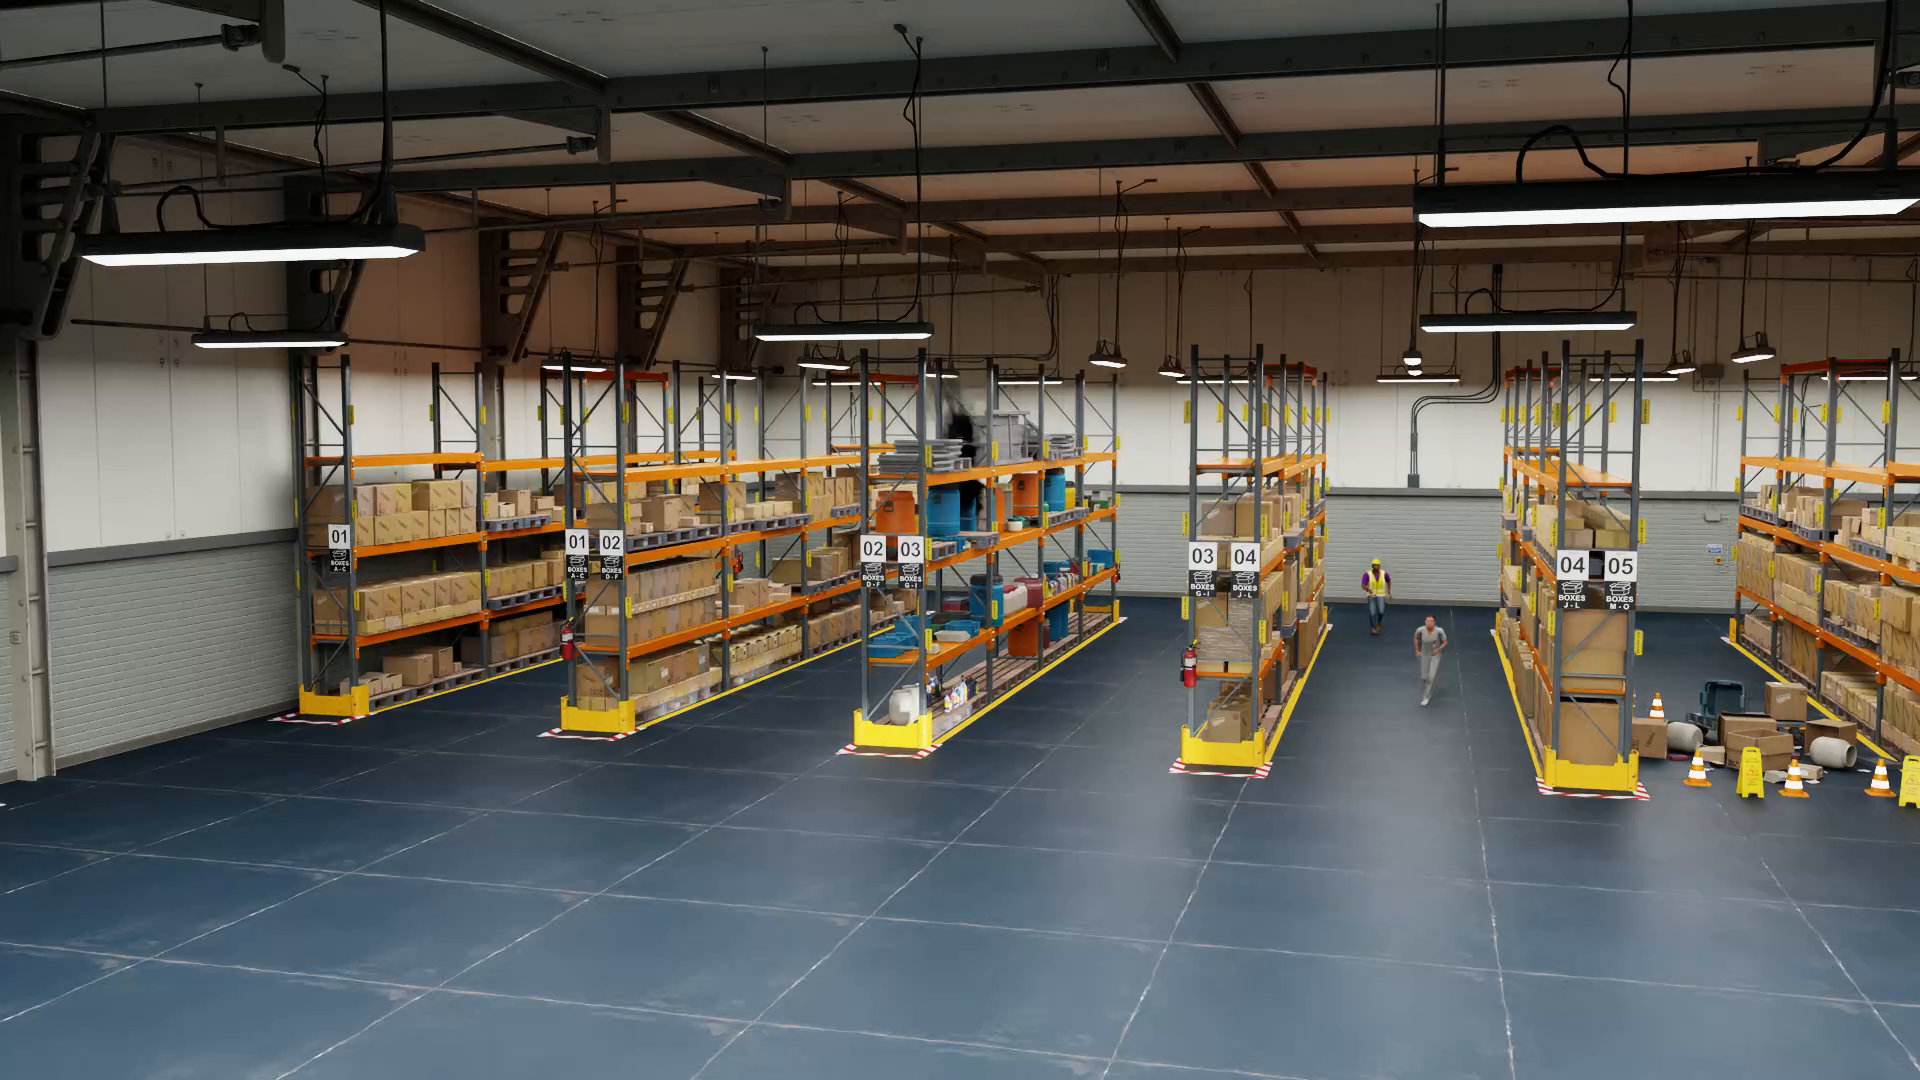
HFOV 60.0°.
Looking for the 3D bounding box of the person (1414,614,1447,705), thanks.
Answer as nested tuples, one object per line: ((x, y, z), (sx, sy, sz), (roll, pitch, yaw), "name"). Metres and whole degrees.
((8.177, 2.058, 28.919), (0.556, 1.603, 0.712), (1, 4, 17), "person")

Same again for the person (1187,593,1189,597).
((5.069, 1.555, 34.941), (0.664, 1.691, 0.632), (2, 5, 21), "person")

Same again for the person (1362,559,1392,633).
((9.497, 1.288, 37.896), (0.682, 1.715, 0.700), (1, 4, 9), "person")
